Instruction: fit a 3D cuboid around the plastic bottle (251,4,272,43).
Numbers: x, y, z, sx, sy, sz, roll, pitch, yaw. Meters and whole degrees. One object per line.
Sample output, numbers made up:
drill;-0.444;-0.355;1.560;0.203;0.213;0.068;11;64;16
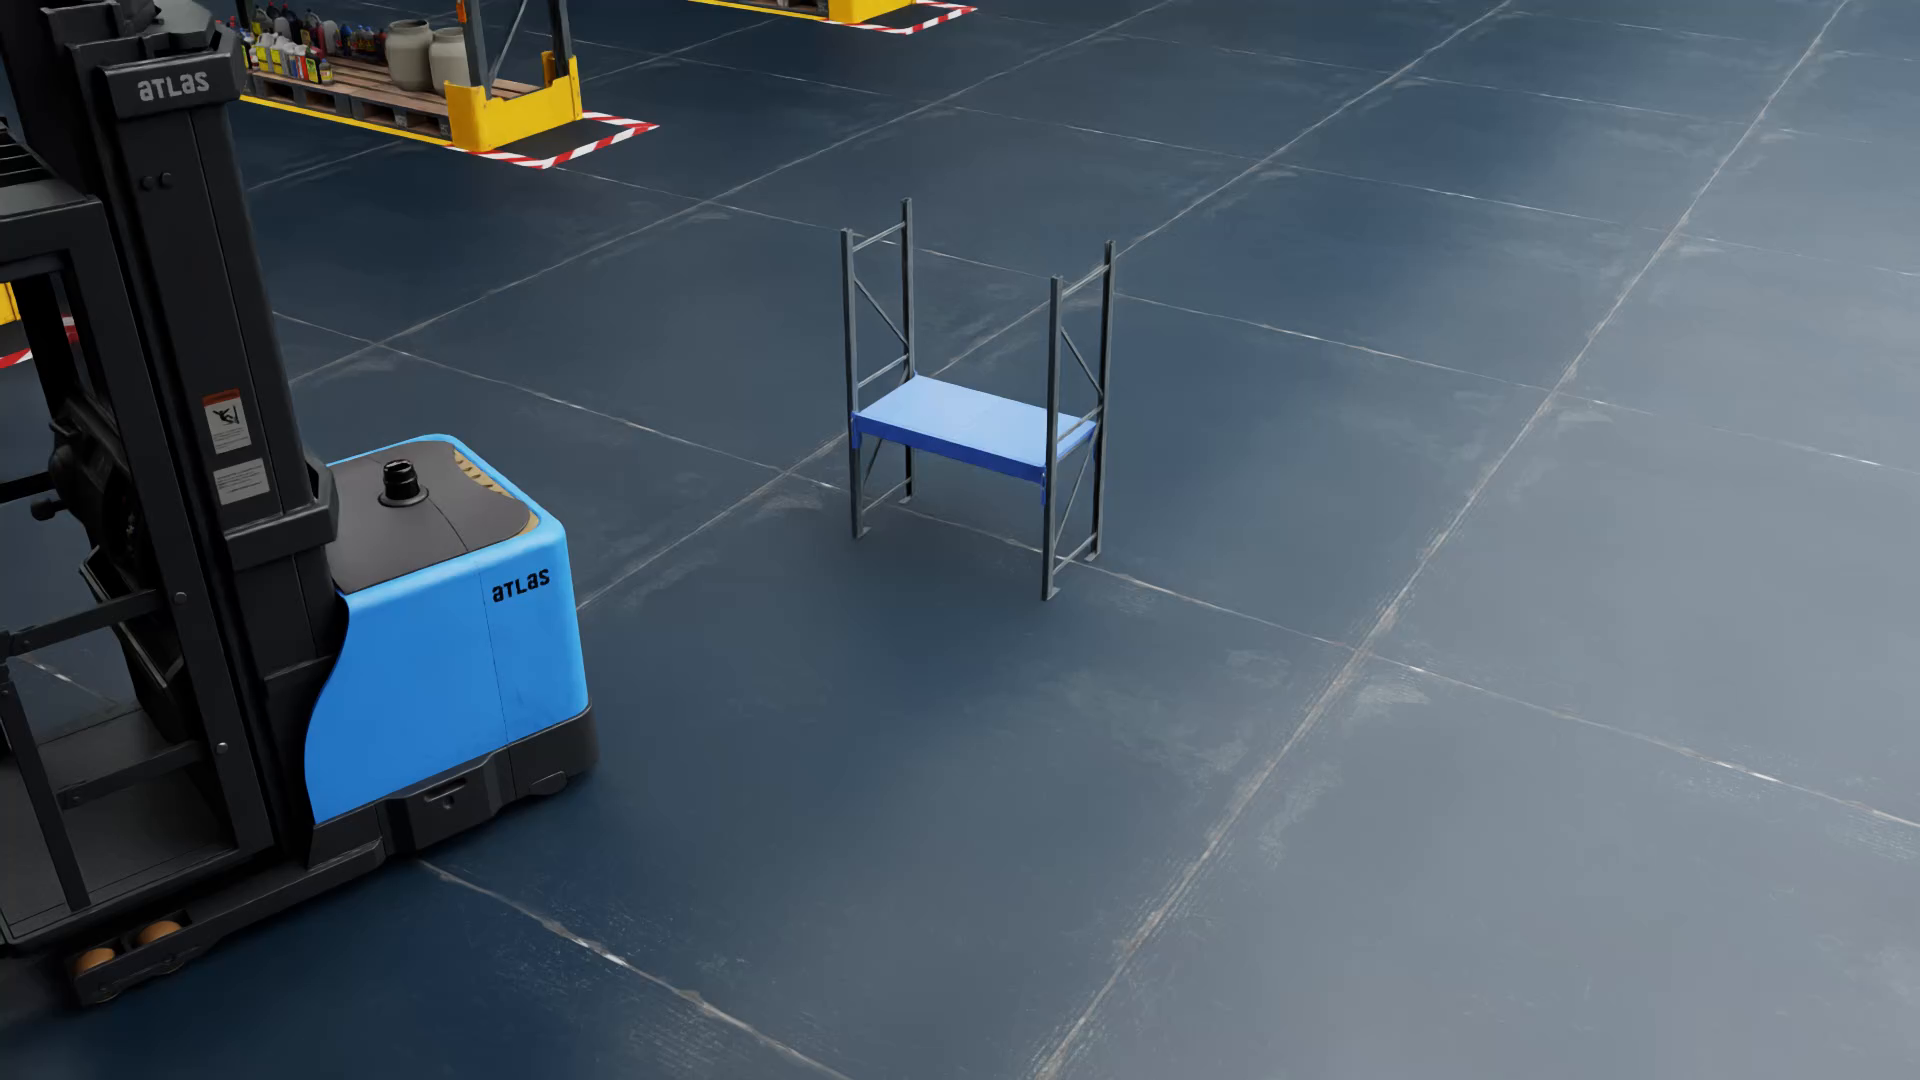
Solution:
plastic bottle;-6.221;-4.593;14.838;0.185;0.351;0.144;18;35;27

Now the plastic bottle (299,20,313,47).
plastic bottle;-5.741;-4.437;14.638;0.133;0.283;0.061;18;35;27

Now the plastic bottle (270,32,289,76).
plastic bottle;-5.702;-4.096;13.987;0.185;0.351;0.144;19;35;29

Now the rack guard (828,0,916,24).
rack guard;-0.886;-5.641;16.924;0.348;0.500;1.175;18;35;27

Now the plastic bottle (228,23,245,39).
plastic bottle;-6.220;-4.260;14.268;0.185;0.351;0.144;16;34;25

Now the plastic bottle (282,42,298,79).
plastic bottle;-5.560;-4.022;13.933;0.135;0.276;0.152;17;34;26

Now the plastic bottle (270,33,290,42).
plastic bottle;-5.802;-4.184;14.211;0.135;0.276;0.152;18;35;27

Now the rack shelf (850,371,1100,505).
rack shelf;0.072;-0.470;7.424;1.000;0.185;0.538;18;35;27

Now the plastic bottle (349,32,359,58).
plastic bottle;-5.284;-4.332;14.539;0.097;0.201;0.097;0;30;0

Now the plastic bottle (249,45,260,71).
plastic bottle;-5.993;-4.110;14.158;0.097;0.201;0.097;0;30;0

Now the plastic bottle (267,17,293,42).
plastic bottle;-6.039;-4.501;14.755;0.135;0.276;0.152;18;35;27

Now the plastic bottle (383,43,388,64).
plastic bottle;-4.913;-4.214;14.338;0.097;0.201;0.097;0;30;0

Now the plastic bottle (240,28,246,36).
plastic bottle;-6.193;-4.289;14.396;0.097;0.271;0.097;0;30;0

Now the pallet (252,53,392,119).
pallet;-5.259;-3.930;14.276;1.213;0.211;1.003;18;35;27

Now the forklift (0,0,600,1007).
forklift;-2.810;-0.108;5.026;3.031;2.935;1.130;-22;37;-33

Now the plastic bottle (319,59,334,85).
plastic bottle;-5.244;-3.873;13.752;0.097;0.201;0.097;0;30;0

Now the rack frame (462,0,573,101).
rack frame;-3.455;-4.587;12.635;0.127;3.000;1.000;18;35;27

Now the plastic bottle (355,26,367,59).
plastic bottle;-5.200;-4.336;14.476;0.097;0.271;0.097;0;30;0

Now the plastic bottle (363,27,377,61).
plastic bottle;-5.115;-4.309;14.430;0.097;0.271;0.097;0;30;0

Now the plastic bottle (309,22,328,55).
plastic bottle;-5.629;-4.397;14.569;0.133;0.283;0.061;18;35;27

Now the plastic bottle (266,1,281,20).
plastic bottle;-6.144;-4.655;14.944;0.185;0.351;0.144;17;34;26

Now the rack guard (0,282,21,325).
rack guard;-6.071;-1.387;9.632;0.348;0.500;1.175;18;35;27

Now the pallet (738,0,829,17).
pallet;-1.555;-5.749;17.395;1.213;0.211;1.003;18;35;27

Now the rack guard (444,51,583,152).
rack guard;-3.544;-3.507;13.266;0.348;0.500;1.175;18;35;27

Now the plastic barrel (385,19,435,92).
plastic barrel;-4.478;-3.971;13.633;0.421;0.512;0.421;0;30;0

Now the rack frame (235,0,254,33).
rack frame;-6.843;-5.658;14.472;0.127;3.000;1.000;18;35;27

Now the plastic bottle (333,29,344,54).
plastic bottle;-5.458;-4.387;14.633;0.097;0.201;0.097;0;30;0

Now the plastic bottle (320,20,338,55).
plastic bottle;-5.573;-4.439;14.649;0.135;0.276;0.152;18;35;28

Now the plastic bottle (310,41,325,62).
plastic bottle;-5.386;-4.033;13.946;0.133;0.283;0.061;18;35;27

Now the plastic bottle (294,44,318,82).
plastic bottle;-5.442;-3.984;13.869;0.135;0.276;0.152;18;35;28

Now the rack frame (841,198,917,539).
rack frame;-0.358;-0.761;7.566;0.032;1.500;0.500;18;35;27

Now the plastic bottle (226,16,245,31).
plastic bottle;-6.303;-4.372;14.460;0.185;0.351;0.144;18;35;27

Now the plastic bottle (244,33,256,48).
plastic bottle;-6.075;-4.202;14.248;0.097;0.271;0.097;0;30;0

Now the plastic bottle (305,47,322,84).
plastic bottle;-5.352;-3.932;13.772;0.133;0.283;0.061;18;35;29

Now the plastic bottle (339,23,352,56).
plastic bottle;-5.372;-4.390;14.569;0.097;0.271;0.097;0;30;0

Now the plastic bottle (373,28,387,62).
plastic bottle;-5.007;-4.291;14.387;0.133;0.283;0.061;18;35;28

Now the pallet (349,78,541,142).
pallet;-4.230;-3.602;13.716;1.213;0.211;1.003;18;35;27

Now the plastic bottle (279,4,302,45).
plastic bottle;-5.982;-4.603;14.856;0.185;0.351;0.144;16;34;25

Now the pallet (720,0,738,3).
pallet;-2.585;-6.076;17.956;1.213;0.211;1.003;18;35;27

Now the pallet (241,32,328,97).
pallet;-6.296;-4.256;14.836;1.213;0.211;1.003;18;35;27

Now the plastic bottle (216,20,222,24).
plastic bottle;-6.380;-4.311;14.355;0.185;0.351;0.144;19;35;29

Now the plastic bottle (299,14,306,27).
plastic bottle;-5.822;-4.548;14.828;0.133;0.283;0.061;20;36;31

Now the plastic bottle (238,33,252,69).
plastic bottle;-6.102;-4.169;14.179;0.133;0.283;0.061;19;35;29

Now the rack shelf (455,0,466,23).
rack shelf;-5.149;-4.812;13.735;4.000;0.370;1.077;18;35;27

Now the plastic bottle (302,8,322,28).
plastic bottle;-5.708;-4.517;14.708;0.185;0.351;0.144;17;34;27

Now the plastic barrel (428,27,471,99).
plastic barrel;-4.053;-3.837;13.403;0.421;0.512;0.421;0;30;0

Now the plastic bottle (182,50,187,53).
plastic bottle;-6.806;-4.397;14.582;0.097;0.271;0.097;0;30;0

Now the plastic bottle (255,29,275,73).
plastic bottle;-5.860;-4.146;14.073;0.185;0.351;0.144;17;34;27

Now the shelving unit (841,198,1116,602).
shelving unit;0.072;-0.625;7.333;1.048;1.500;0.538;18;35;27

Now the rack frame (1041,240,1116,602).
rack frame;0.503;-0.489;7.099;0.032;1.500;0.500;18;35;27
